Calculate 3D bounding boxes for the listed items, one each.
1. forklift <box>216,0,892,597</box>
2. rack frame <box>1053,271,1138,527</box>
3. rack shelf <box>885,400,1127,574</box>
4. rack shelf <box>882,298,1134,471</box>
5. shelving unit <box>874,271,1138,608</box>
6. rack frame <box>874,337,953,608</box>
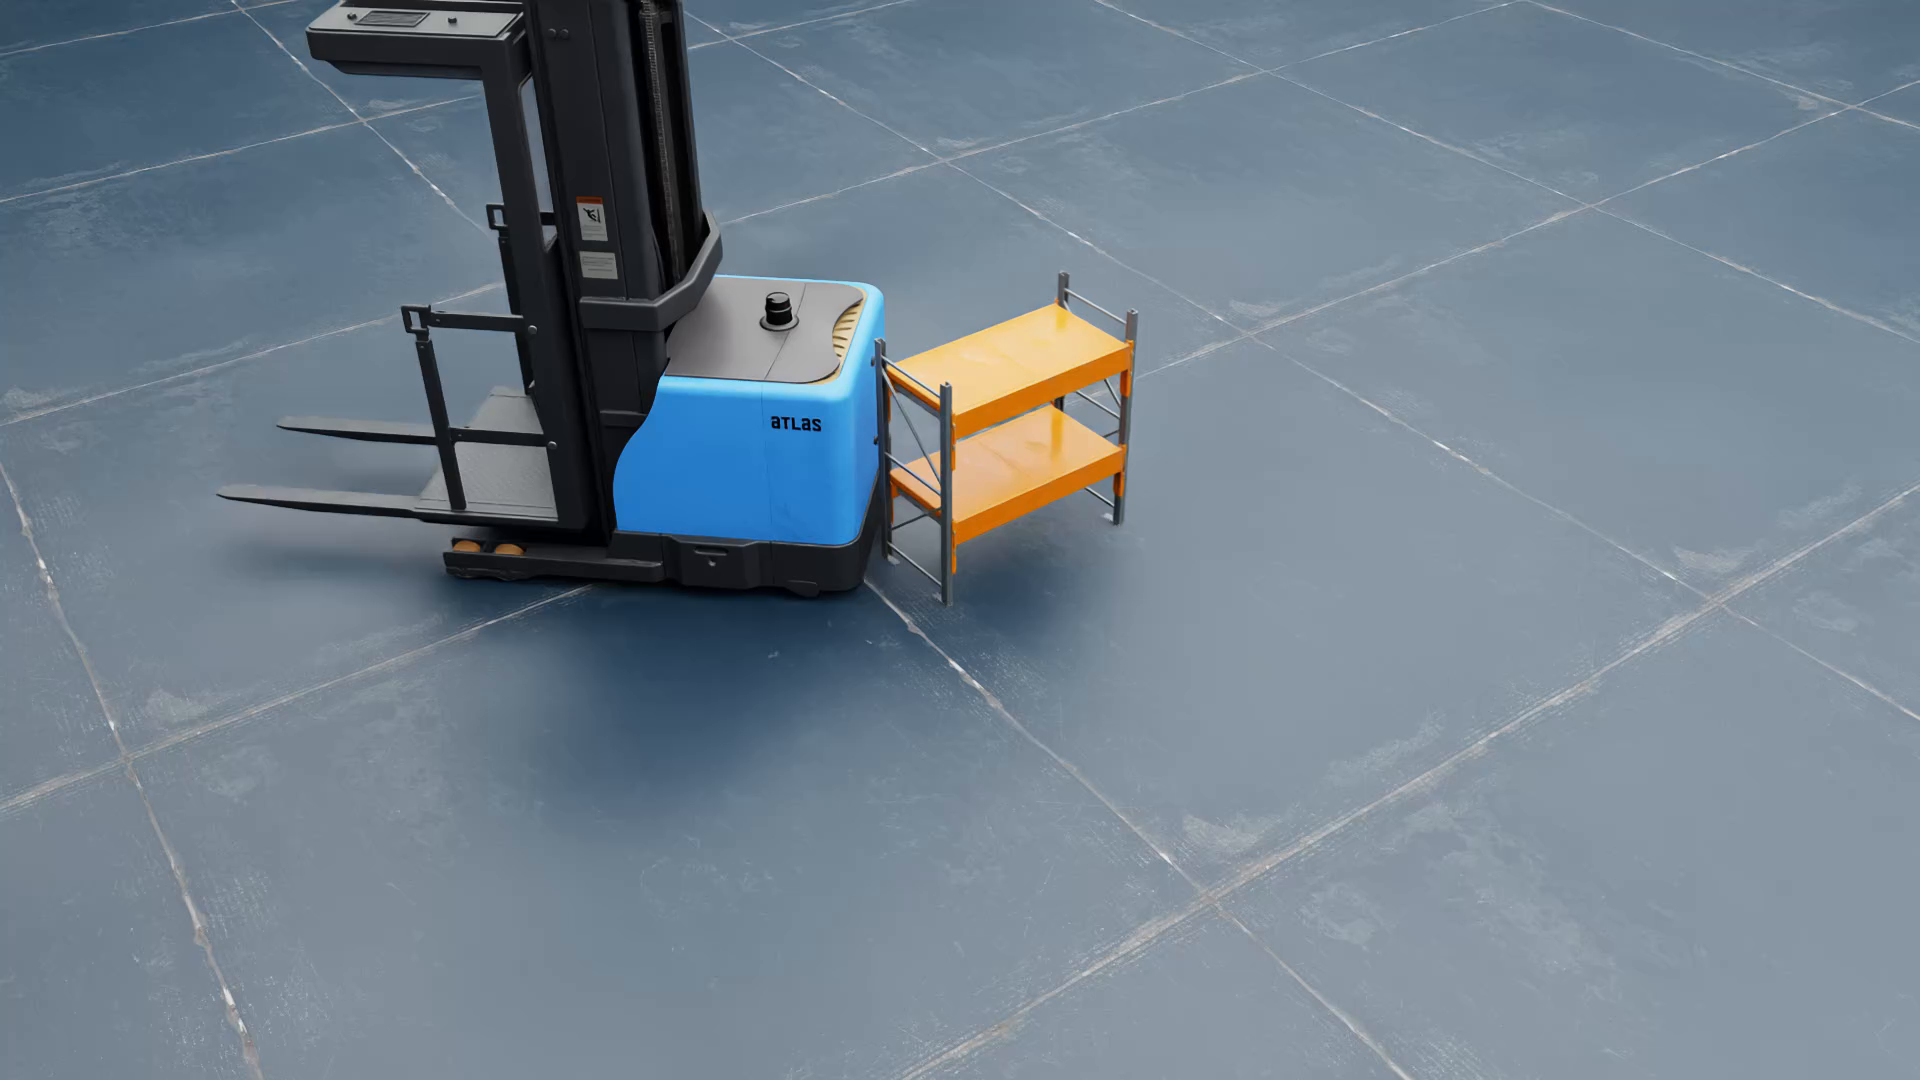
[{"bbox_3d":[-1.887,-1.307,7.058,3.031,2.935,1.130,4,36,6],"label":"forklift"},{"bbox_3d":[0.608,-0.640,7.677,0.032,1.125,0.500,-24,42,-30],"label":"rack frame"},{"bbox_3d":[0.206,-0.260,7.567,1.000,0.278,0.538,-24,42,-30],"label":"rack shelf"},{"bbox_3d":[0.206,-0.696,7.254,1.000,0.278,0.538,-24,42,-30],"label":"rack shelf"},{"bbox_3d":[0.206,-0.459,7.425,1.048,1.125,0.538,-24,42,-30],"label":"shelving unit"},{"bbox_3d":[-0.196,-0.277,7.172,0.032,1.125,0.500,-24,42,-30],"label":"rack frame"}]
